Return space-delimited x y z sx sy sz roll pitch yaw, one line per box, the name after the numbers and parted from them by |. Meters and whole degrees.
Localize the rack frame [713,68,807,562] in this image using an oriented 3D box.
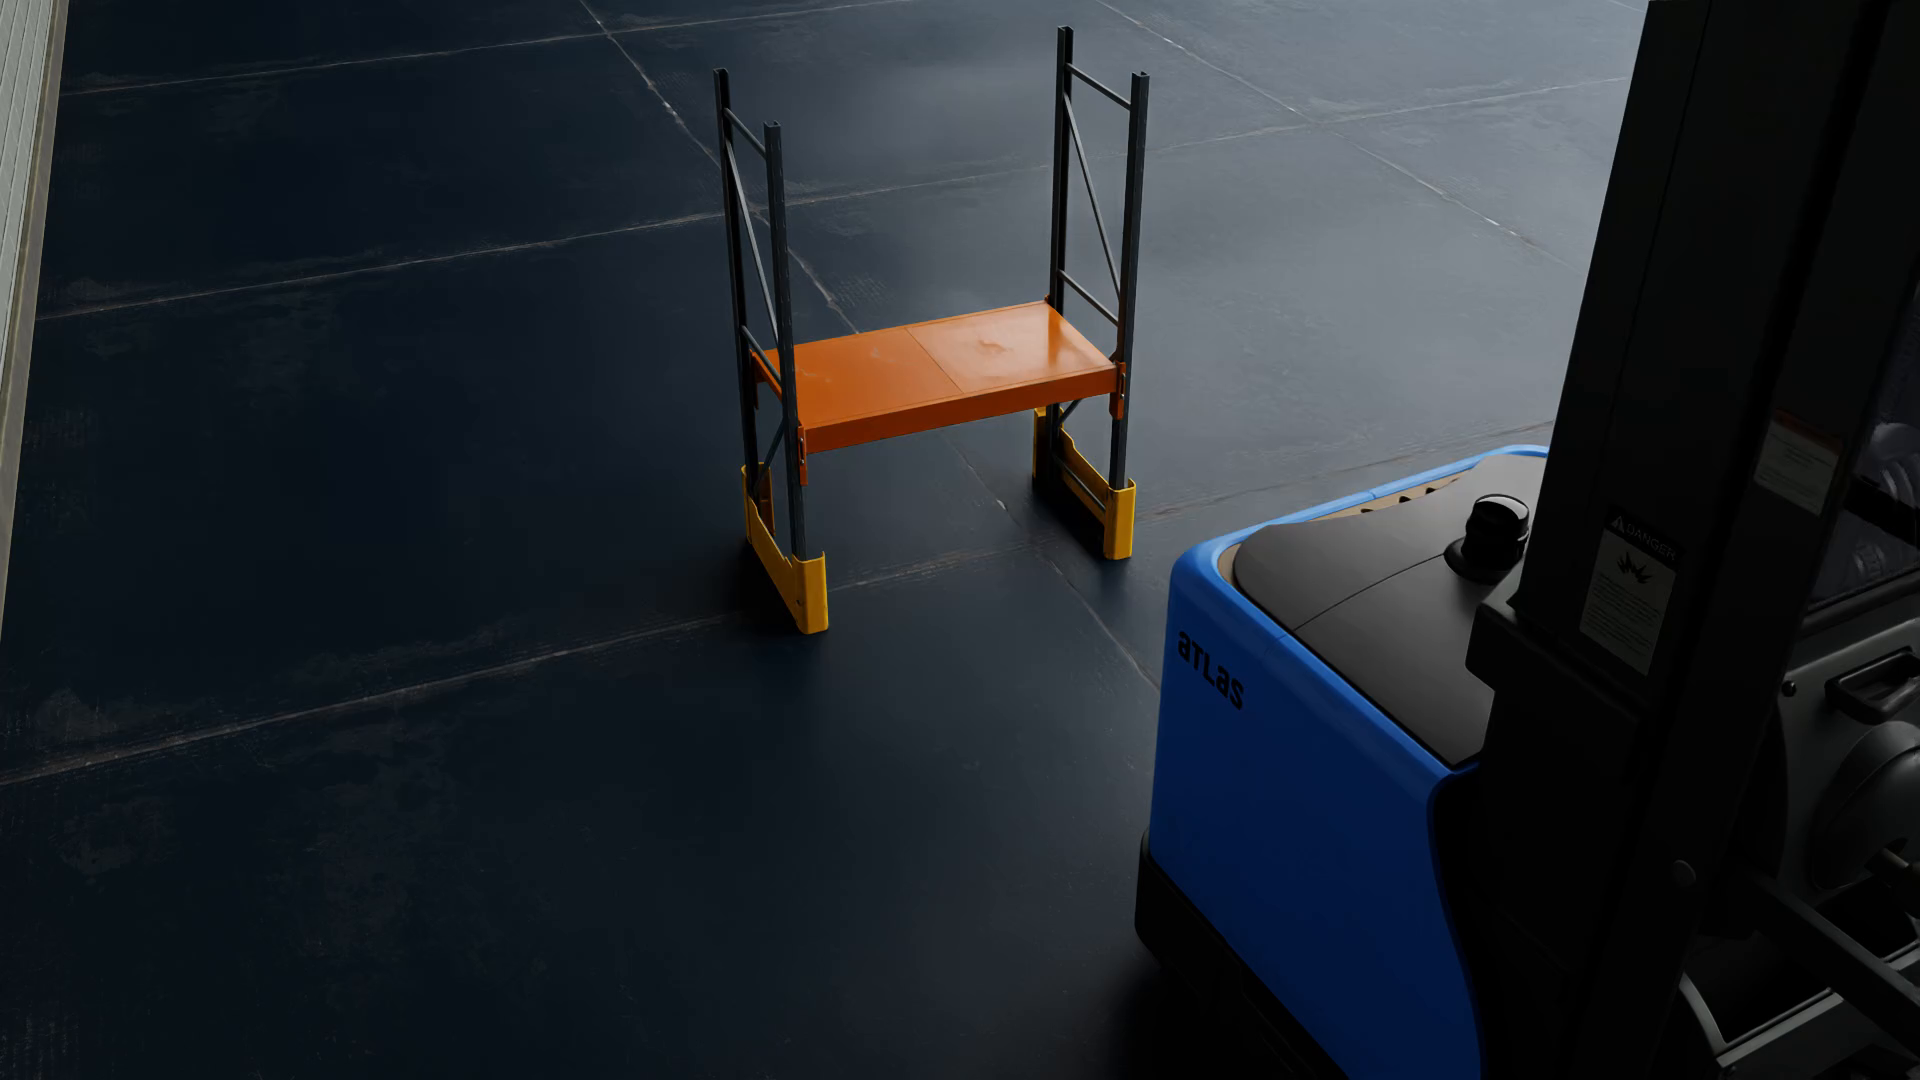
-0.547 -0.503 4.648 0.032 1.500 0.500 -13 35 -19 | rack frame

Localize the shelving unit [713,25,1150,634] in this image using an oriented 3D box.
-0.070 -0.613 4.816 1.083 1.500 0.587 -13 35 -19 | shelving unit

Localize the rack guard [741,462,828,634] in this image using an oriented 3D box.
-0.529 0.016 4.995 0.087 0.250 0.587 -13 35 -19 | rack guard

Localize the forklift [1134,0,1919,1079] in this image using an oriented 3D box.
16.338 -1.086 4.231 29.544 2.935 12.703 -16 36 -23 | forklift

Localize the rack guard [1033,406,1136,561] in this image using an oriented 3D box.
0.389 -0.194 5.319 0.087 0.250 0.587 -13 35 -19 | rack guard

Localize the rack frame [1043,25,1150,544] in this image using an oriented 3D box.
0.390 -0.718 4.978 0.032 1.500 0.500 -13 35 -19 | rack frame

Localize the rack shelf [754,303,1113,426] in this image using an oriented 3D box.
-0.079 -0.516 4.875 0.952 0.026 0.459 -13 35 -19 | rack shelf
